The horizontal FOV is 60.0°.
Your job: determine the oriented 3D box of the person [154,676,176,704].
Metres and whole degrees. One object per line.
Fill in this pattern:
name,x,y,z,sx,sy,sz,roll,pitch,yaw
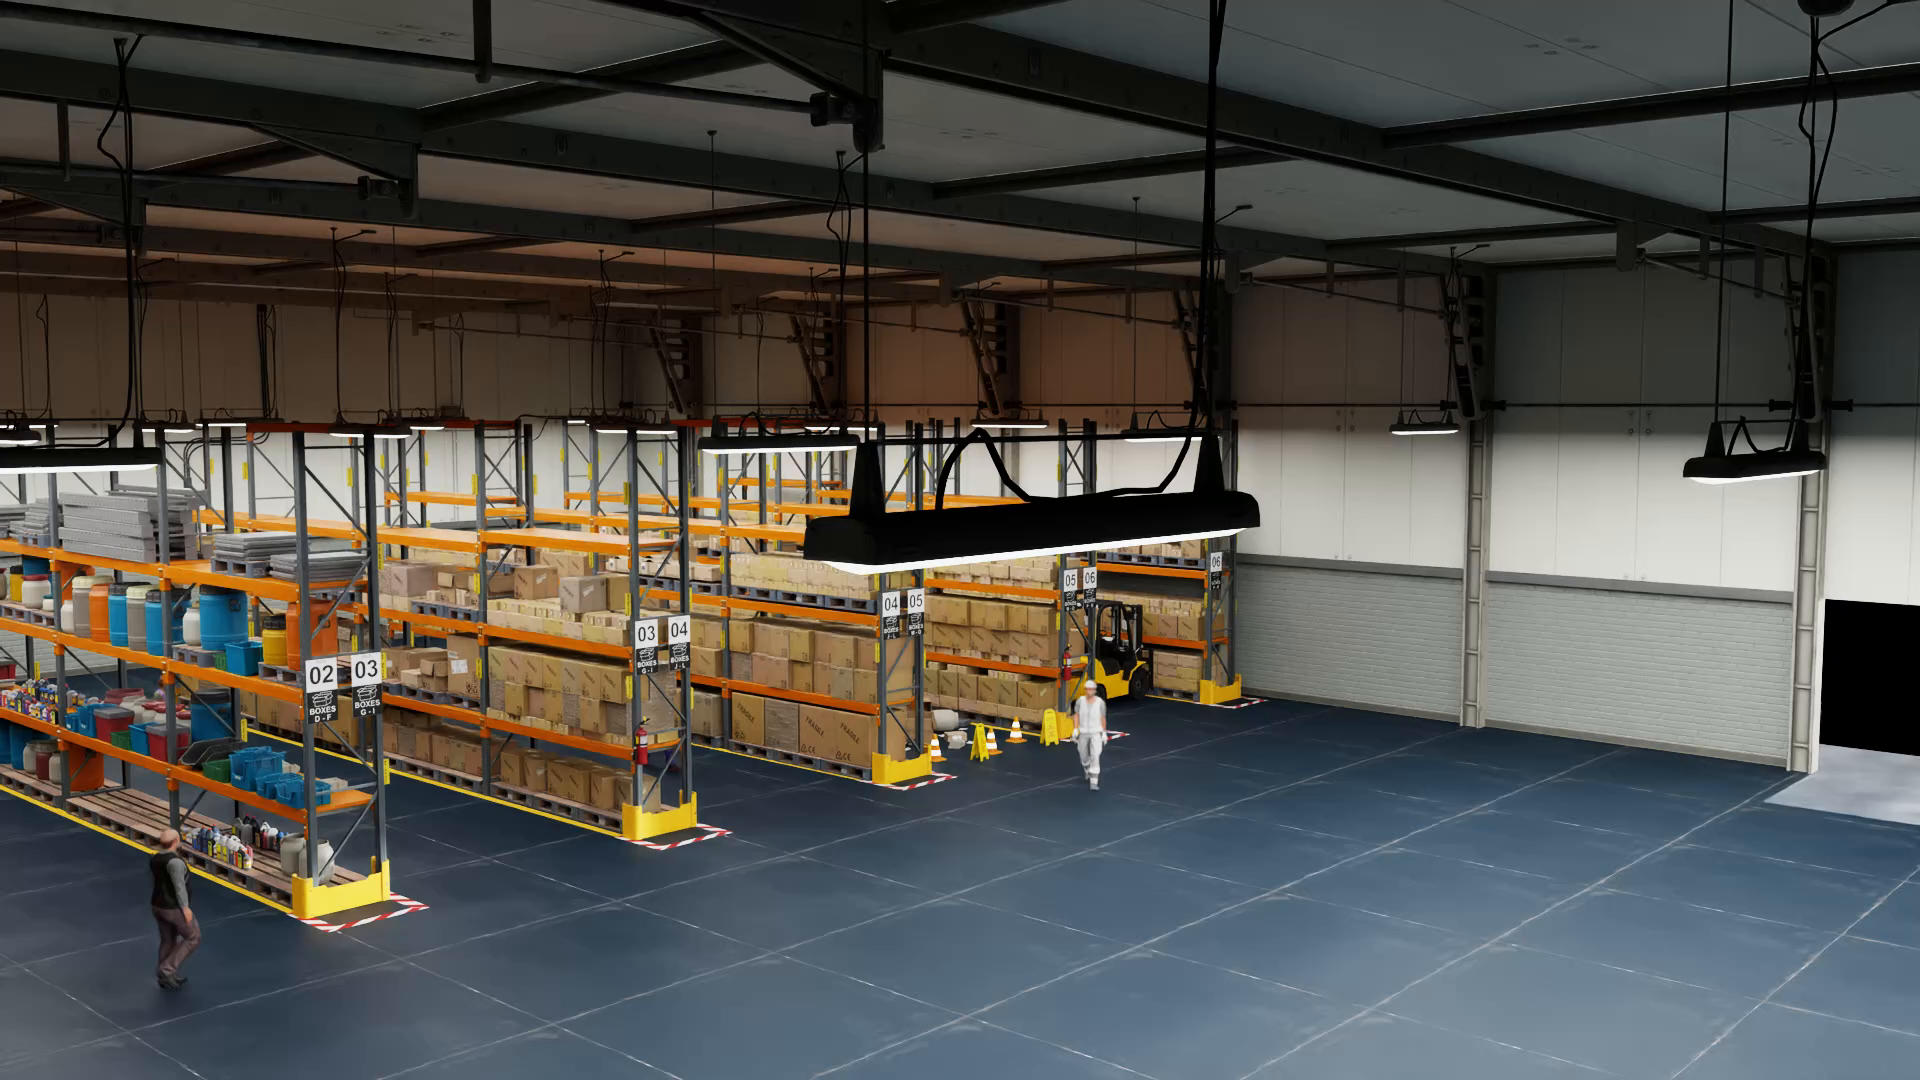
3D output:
person,-13.959,3.147,29.246,0.972,1.540,0.465,3,6,36

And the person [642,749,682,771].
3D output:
person,-5.202,3.185,28.768,0.473,1.571,1.025,-4,6,-43

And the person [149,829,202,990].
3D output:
person,-8.532,3.984,17.976,0.564,1.718,0.462,3,6,36

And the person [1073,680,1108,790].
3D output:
person,2.173,3.193,27.558,0.553,1.774,0.846,1,5,18
